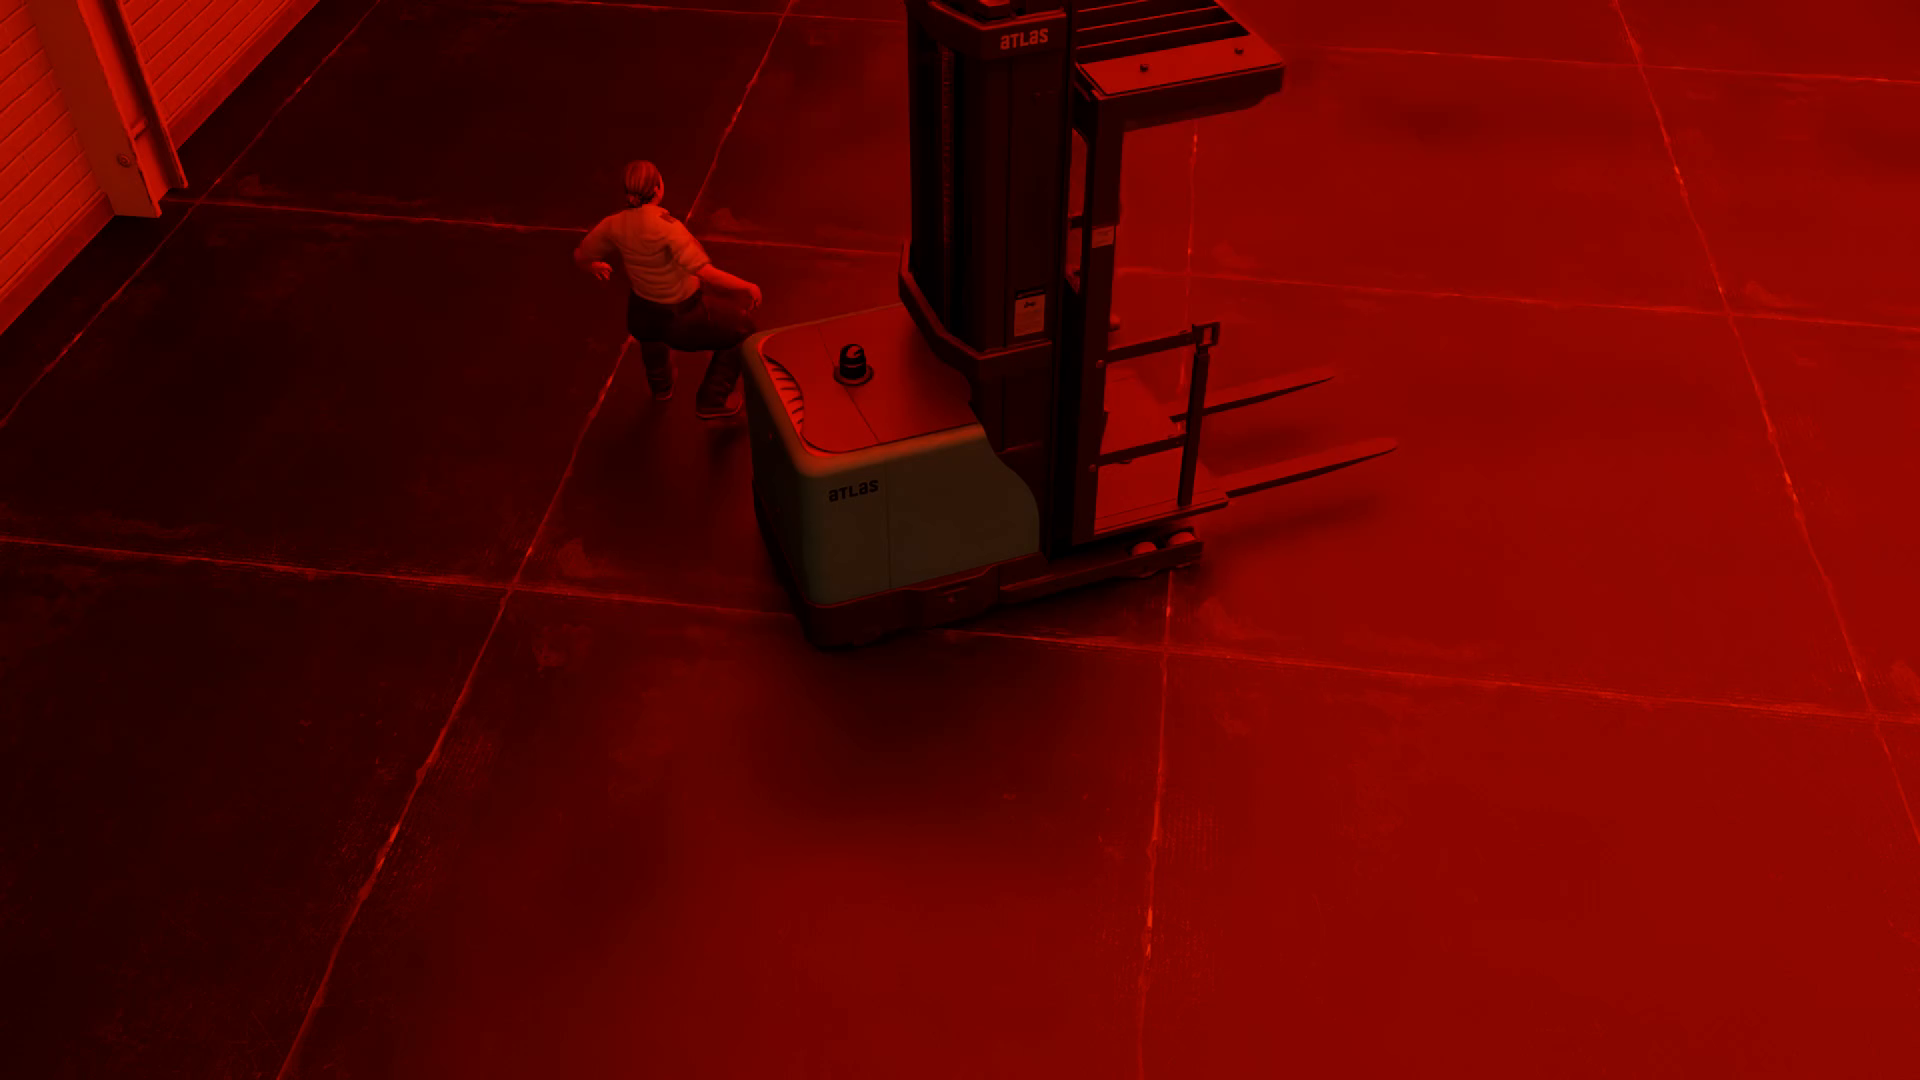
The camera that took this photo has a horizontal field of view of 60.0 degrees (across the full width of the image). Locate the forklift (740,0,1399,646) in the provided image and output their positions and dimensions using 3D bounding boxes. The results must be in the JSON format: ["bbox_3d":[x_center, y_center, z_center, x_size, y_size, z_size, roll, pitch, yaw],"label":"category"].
[{"bbox_3d":[0.596,-1.229,7.062,3.031,2.935,1.130,-14,44,-15],"label":"forklift"}]

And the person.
[{"bbox_3d":[-1.362,-1.199,8.062,0.903,1.534,0.603,18,46,19],"label":"person"}]
